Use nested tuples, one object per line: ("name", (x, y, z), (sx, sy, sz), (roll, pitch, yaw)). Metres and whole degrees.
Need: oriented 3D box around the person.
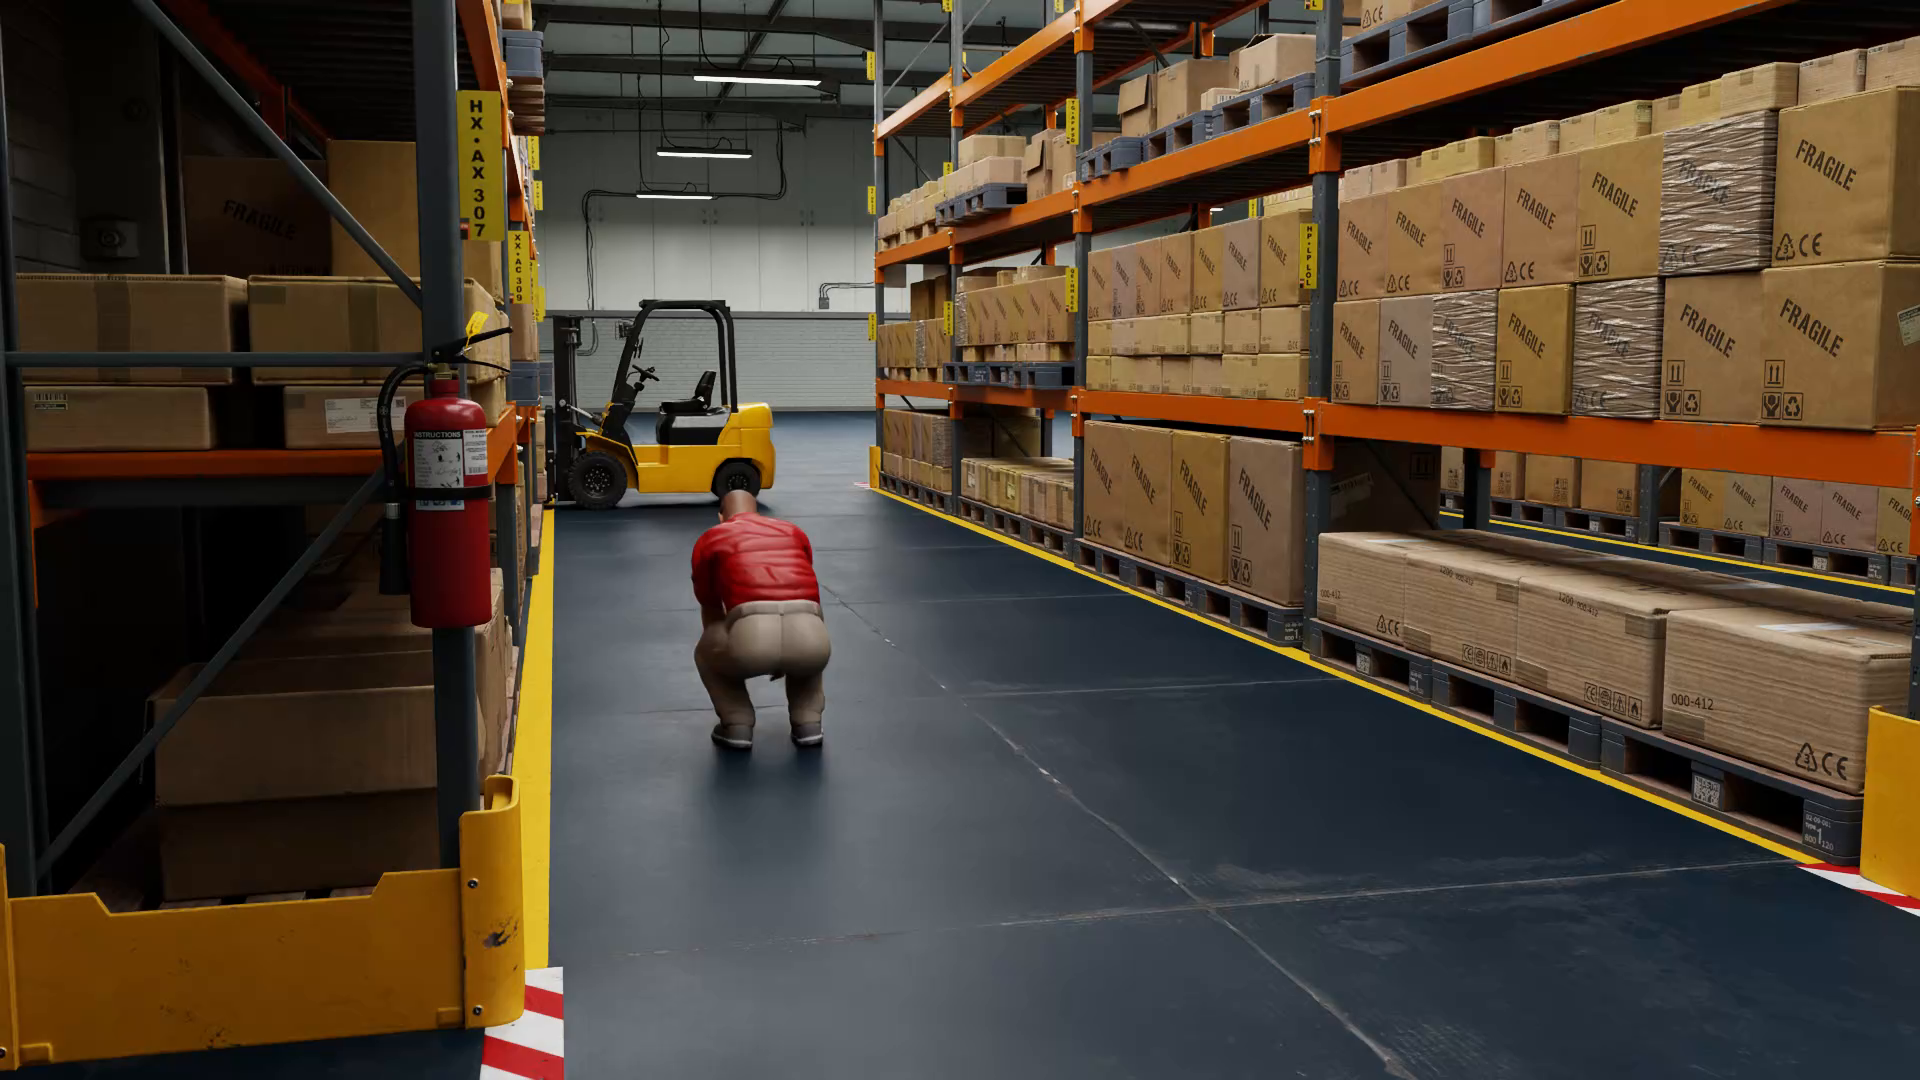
("person", (-0.806, 0.306, 6.735), (0.540, 0.987, 0.886), (-2, 6, -15))
